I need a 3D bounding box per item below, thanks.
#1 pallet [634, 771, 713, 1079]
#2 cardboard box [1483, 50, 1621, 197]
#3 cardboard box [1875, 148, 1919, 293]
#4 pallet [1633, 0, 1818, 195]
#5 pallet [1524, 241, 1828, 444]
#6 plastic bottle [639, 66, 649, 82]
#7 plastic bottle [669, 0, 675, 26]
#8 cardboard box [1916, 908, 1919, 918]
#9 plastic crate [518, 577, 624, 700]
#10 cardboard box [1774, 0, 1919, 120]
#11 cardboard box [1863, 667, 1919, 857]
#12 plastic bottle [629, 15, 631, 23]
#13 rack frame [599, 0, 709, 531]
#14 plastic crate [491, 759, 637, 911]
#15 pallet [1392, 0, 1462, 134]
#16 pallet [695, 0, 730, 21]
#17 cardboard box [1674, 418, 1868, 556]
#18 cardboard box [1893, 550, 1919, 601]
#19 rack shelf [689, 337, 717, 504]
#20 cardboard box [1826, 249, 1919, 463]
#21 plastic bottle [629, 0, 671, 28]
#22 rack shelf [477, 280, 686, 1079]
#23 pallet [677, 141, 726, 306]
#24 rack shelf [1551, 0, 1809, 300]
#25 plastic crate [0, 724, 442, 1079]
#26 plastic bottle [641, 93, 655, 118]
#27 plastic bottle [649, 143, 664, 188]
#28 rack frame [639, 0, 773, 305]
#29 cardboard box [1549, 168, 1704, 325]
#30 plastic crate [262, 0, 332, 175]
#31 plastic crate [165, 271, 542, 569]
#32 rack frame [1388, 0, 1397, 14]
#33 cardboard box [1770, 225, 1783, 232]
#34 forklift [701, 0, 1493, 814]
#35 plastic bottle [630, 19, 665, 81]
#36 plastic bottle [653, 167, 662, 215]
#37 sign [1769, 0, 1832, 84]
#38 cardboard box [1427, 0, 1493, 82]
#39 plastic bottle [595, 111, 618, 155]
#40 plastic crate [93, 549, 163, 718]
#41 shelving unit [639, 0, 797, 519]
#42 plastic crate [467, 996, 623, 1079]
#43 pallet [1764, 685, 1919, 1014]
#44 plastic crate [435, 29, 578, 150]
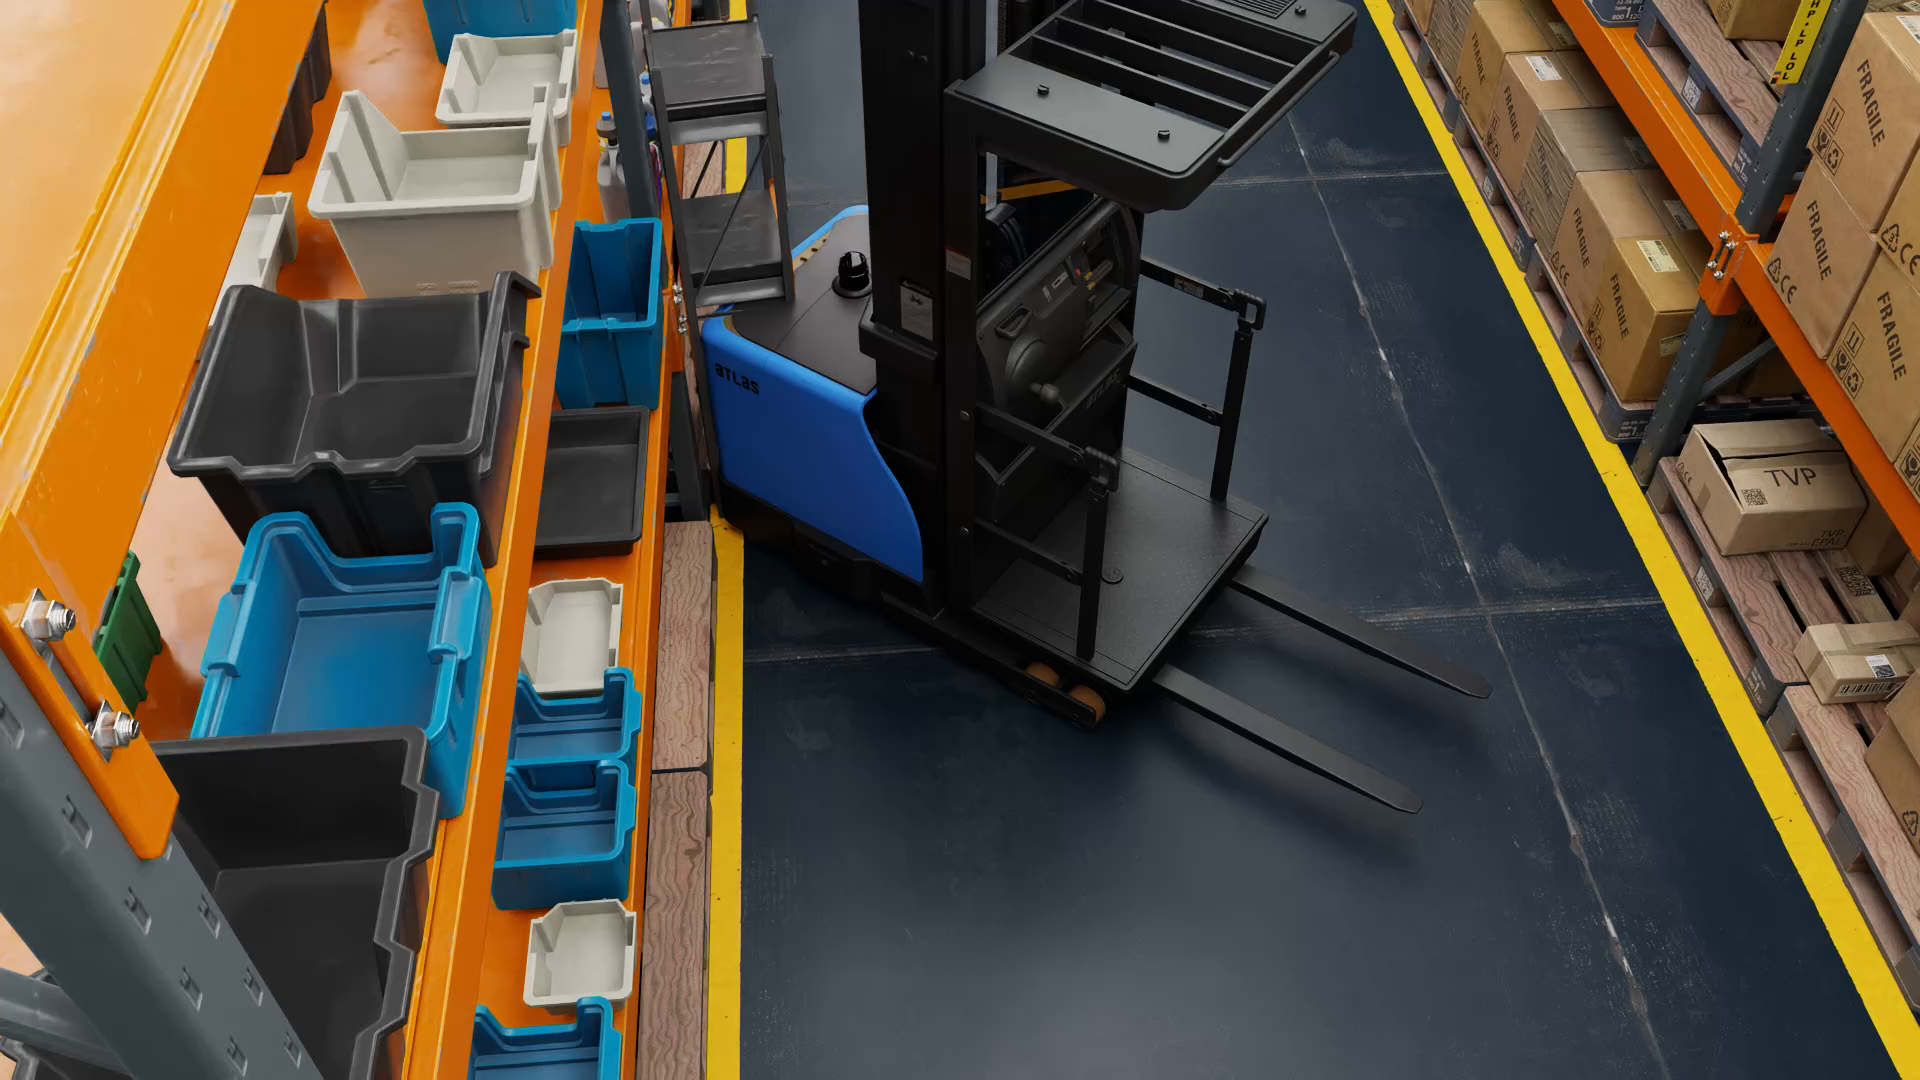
[{"bbox_3d":[-1.336,1.345,5.467,1.003,0.211,1.213,-3,47,-3],"label":"pallet"},{"bbox_3d":[2.948,-2.047,8.178,0.500,0.500,0.500,-5,47,-5],"label":"cardboard box"},{"bbox_3d":[3.197,-0.973,4.985,0.500,0.500,0.500,-5,47,-5],"label":"cardboard box"},{"bbox_3d":[3.437,-1.845,6.700,1.003,0.211,1.213,-3,47,-3],"label":"pallet"},{"bbox_3d":[3.289,-0.954,7.645,1.003,0.211,1.213,-3,47,-3],"label":"pallet"},{"bbox_3d":[-1.230,-1.809,6.671,0.097,0.201,0.097,0,47,0],"label":"plastic bottle"},{"bbox_3d":[-1.288,-2.336,7.121,0.097,0.271,0.097,0,47,0],"label":"plastic bottle"},{"bbox_3d":[3.389,1.294,5.186,0.500,0.250,0.500,-3,47,-3],"label":"cardboard box"},{"bbox_3d":[-1.096,0.283,4.692,0.293,0.136,0.466,-3,47,-3],"label":"plastic crate"},{"bbox_3d":[3.578,-1.862,6.226,0.700,0.500,0.500,-18,49,-16],"label":"cardboard box"},{"bbox_3d":[3.557,0.740,5.536,0.797,0.503,0.637,-3,47,-3],"label":"cardboard box"},{"bbox_3d":[-1.420,-2.135,6.979,0.097,0.201,0.097,0,47,0],"label":"plastic bottle"},{"bbox_3d":[-1.542,-1.028,5.794,1.000,3.000,0.127,-3,47,-3],"label":"rack frame"},{"bbox_3d":[-1.010,0.752,4.183,0.416,0.233,0.300,-3,47,-3],"label":"plastic crate"},{"bbox_3d":[3.085,-2.719,9.316,1.003,0.211,1.213,-3,47,-3],"label":"pallet"},{"bbox_3d":[-1.903,-3.526,10.081,1.003,0.211,1.213,-3,47,-3],"label":"pallet"},{"bbox_3d":[3.214,-0.236,6.593,0.500,0.311,0.500,-3,47,-3],"label":"cardboard box"},{"bbox_3d":[3.816,0.165,6.325,0.380,0.149,0.250,-3,47,-3],"label":"cardboard box"},{"bbox_3d":[-0.863,-0.530,6.893,0.431,0.518,0.480,-9,47,-8],"label":"rack shelf"},{"bbox_3d":[3.212,-0.605,5.325,0.500,0.500,0.500,-3,47,-3],"label":"cardboard box"},{"bbox_3d":[-1.298,-2.181,6.972,0.152,0.276,0.135,-3,47,-3],"label":"plastic bottle"},{"bbox_3d":[-1.374,0.666,4.685,1.077,0.370,4.000,-3,47,-3],"label":"rack shelf"},{"bbox_3d":[-1.670,-1.515,8.176,1.003,0.211,1.213,-3,47,-3],"label":"pallet"},{"bbox_3d":[3.227,-2.526,7.709,1.077,0.370,4.000,-3,47,-3],"label":"rack shelf"},{"bbox_3d":[-0.961,0.584,2.292,0.497,0.269,0.590,-3,47,-3],"label":"plastic crate"},{"bbox_3d":[-1.231,-1.608,6.429,0.152,0.276,0.135,-3,47,-3],"label":"plastic bottle"},{"bbox_3d":[-1.186,-1.430,6.312,0.097,0.201,0.097,0,47,0],"label":"plastic bottle"},{"bbox_3d":[-0.916,-1.192,6.537,0.400,2.100,0.015,-9,47,-8],"label":"rack frame"},{"bbox_3d":[3.035,-1.316,7.486,0.500,0.500,0.500,-3,47,-3],"label":"cardboard box"},{"bbox_3d":[-1.711,-1.099,3.886,0.497,0.269,0.590,-3,47,-3],"label":"plastic crate"},{"bbox_3d":[-1.061,-0.266,3.050,0.504,0.338,0.767,-3,47,-3],"label":"plastic crate"},{"bbox_3d":[3.060,-4.221,8.818,1.000,3.000,0.127,-3,47,-3],"label":"rack frame"},{"bbox_3d":[3.541,-1.368,7.535,0.500,0.500,0.500,-3,47,-3],"label":"cardboard box"},{"bbox_3d":[0.516,-0.746,5.574,3.031,2.935,1.130,27,52,23],"label":"forklift"},{"bbox_3d":[-1.278,-2.013,6.813,0.152,0.276,0.135,-3,47,-3],"label":"plastic bottle"},{"bbox_3d":[-1.147,-1.279,6.113,0.061,0.283,0.133,-3,47,-3],"label":"plastic bottle"},{"bbox_3d":[2.842,-1.688,5.622,0.100,0.325,0.005,-3,47,-3],"label":"sign"},{"bbox_3d":[2.863,-2.787,8.879,0.500,0.500,0.500,-5,47,-5],"label":"cardboard box"},{"bbox_3d":[-1.354,-1.562,6.436,0.097,0.201,0.097,0,47,0],"label":"plastic bottle"},{"bbox_3d":[-1.574,0.211,2.701,0.450,0.188,0.336,-3,47,-3],"label":"plastic crate"},{"bbox_3d":[-0.864,-1.019,6.373,0.431,2.100,0.503,-9,47,-8],"label":"shelving unit"},{"bbox_3d":[-0.954,1.228,3.732,0.416,0.233,0.300,-3,47,-3],"label":"plastic crate"},{"bbox_3d":[3.556,1.014,5.781,1.003,0.211,1.213,-3,47,-3],"label":"pallet"},{"bbox_3d":[-1.056,-1.072,3.951,0.293,0.136,0.466,-3,47,-3],"label":"plastic crate"}]
